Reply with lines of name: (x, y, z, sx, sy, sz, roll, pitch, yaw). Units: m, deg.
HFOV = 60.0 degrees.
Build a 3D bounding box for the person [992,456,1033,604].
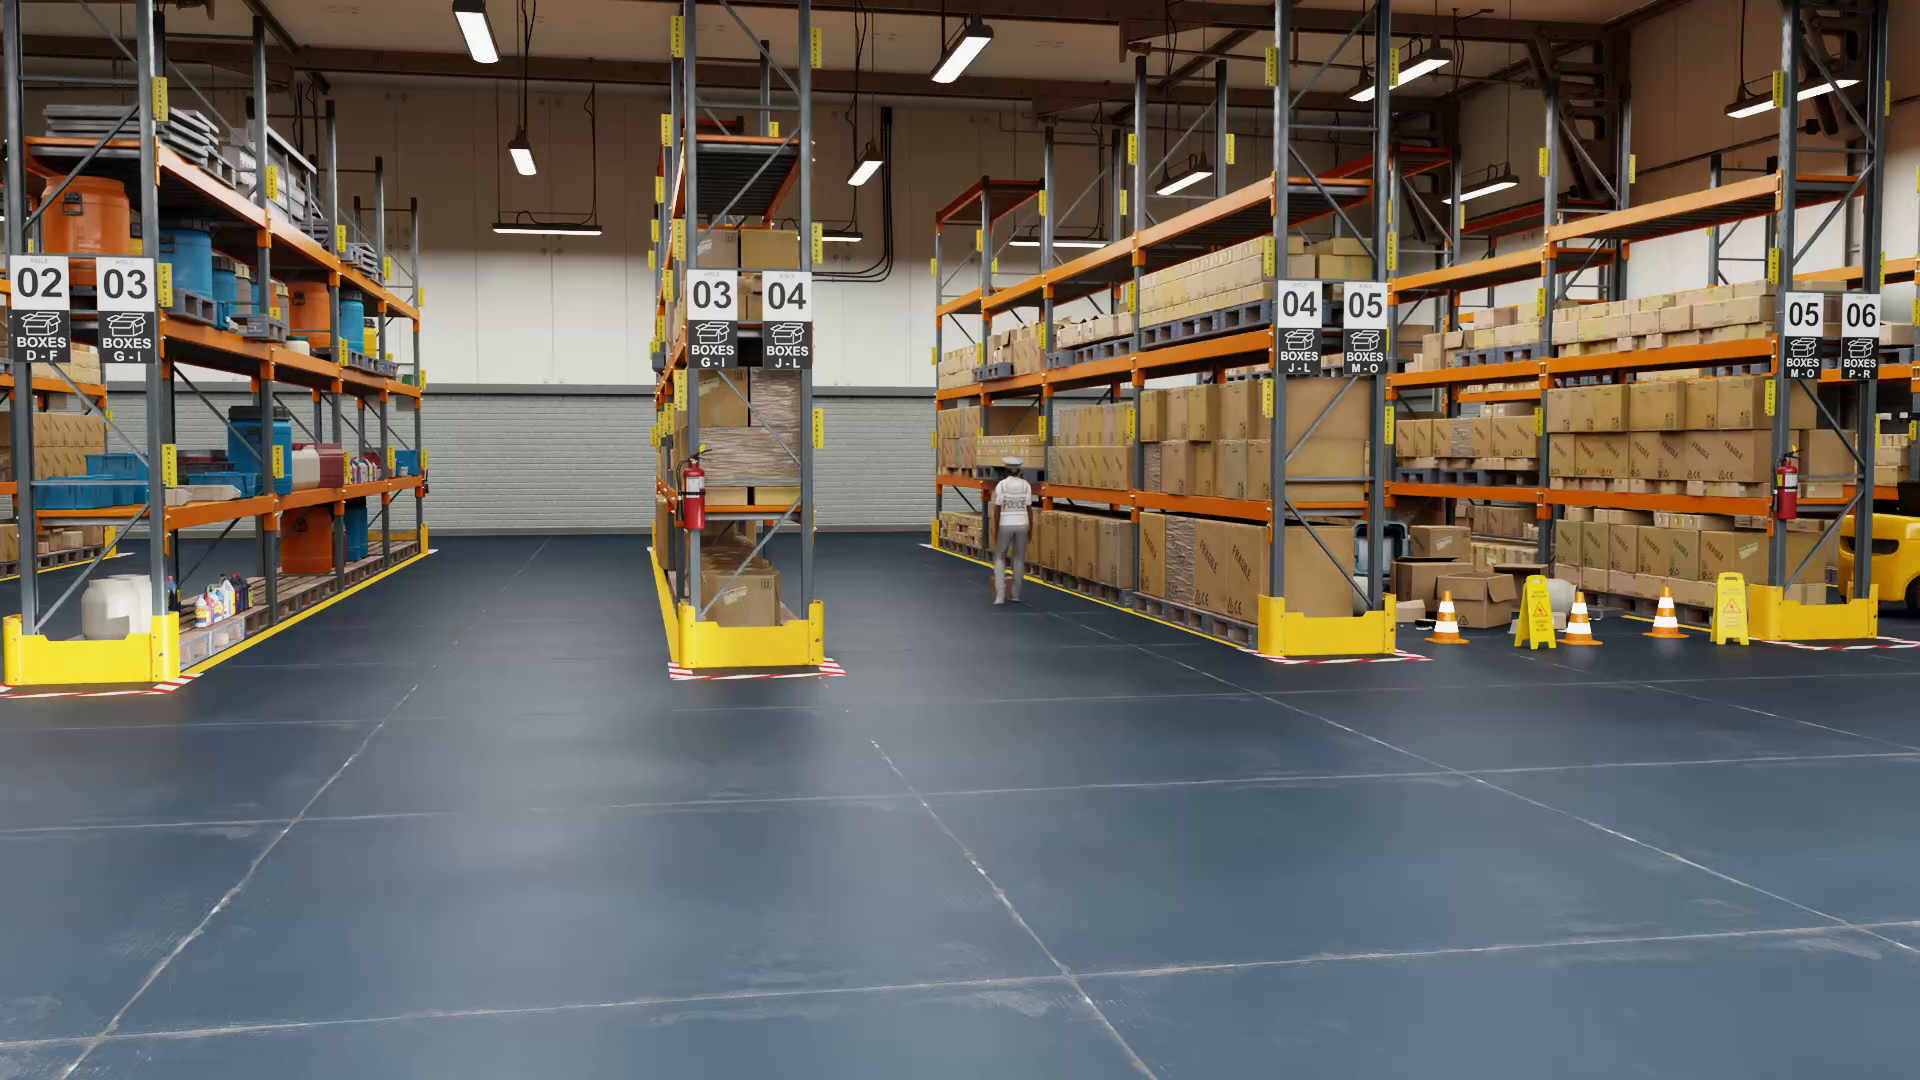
person: (0.601, -0.104, 19.137, 0.481, 1.718, 0.495, -1, 3, -11)
